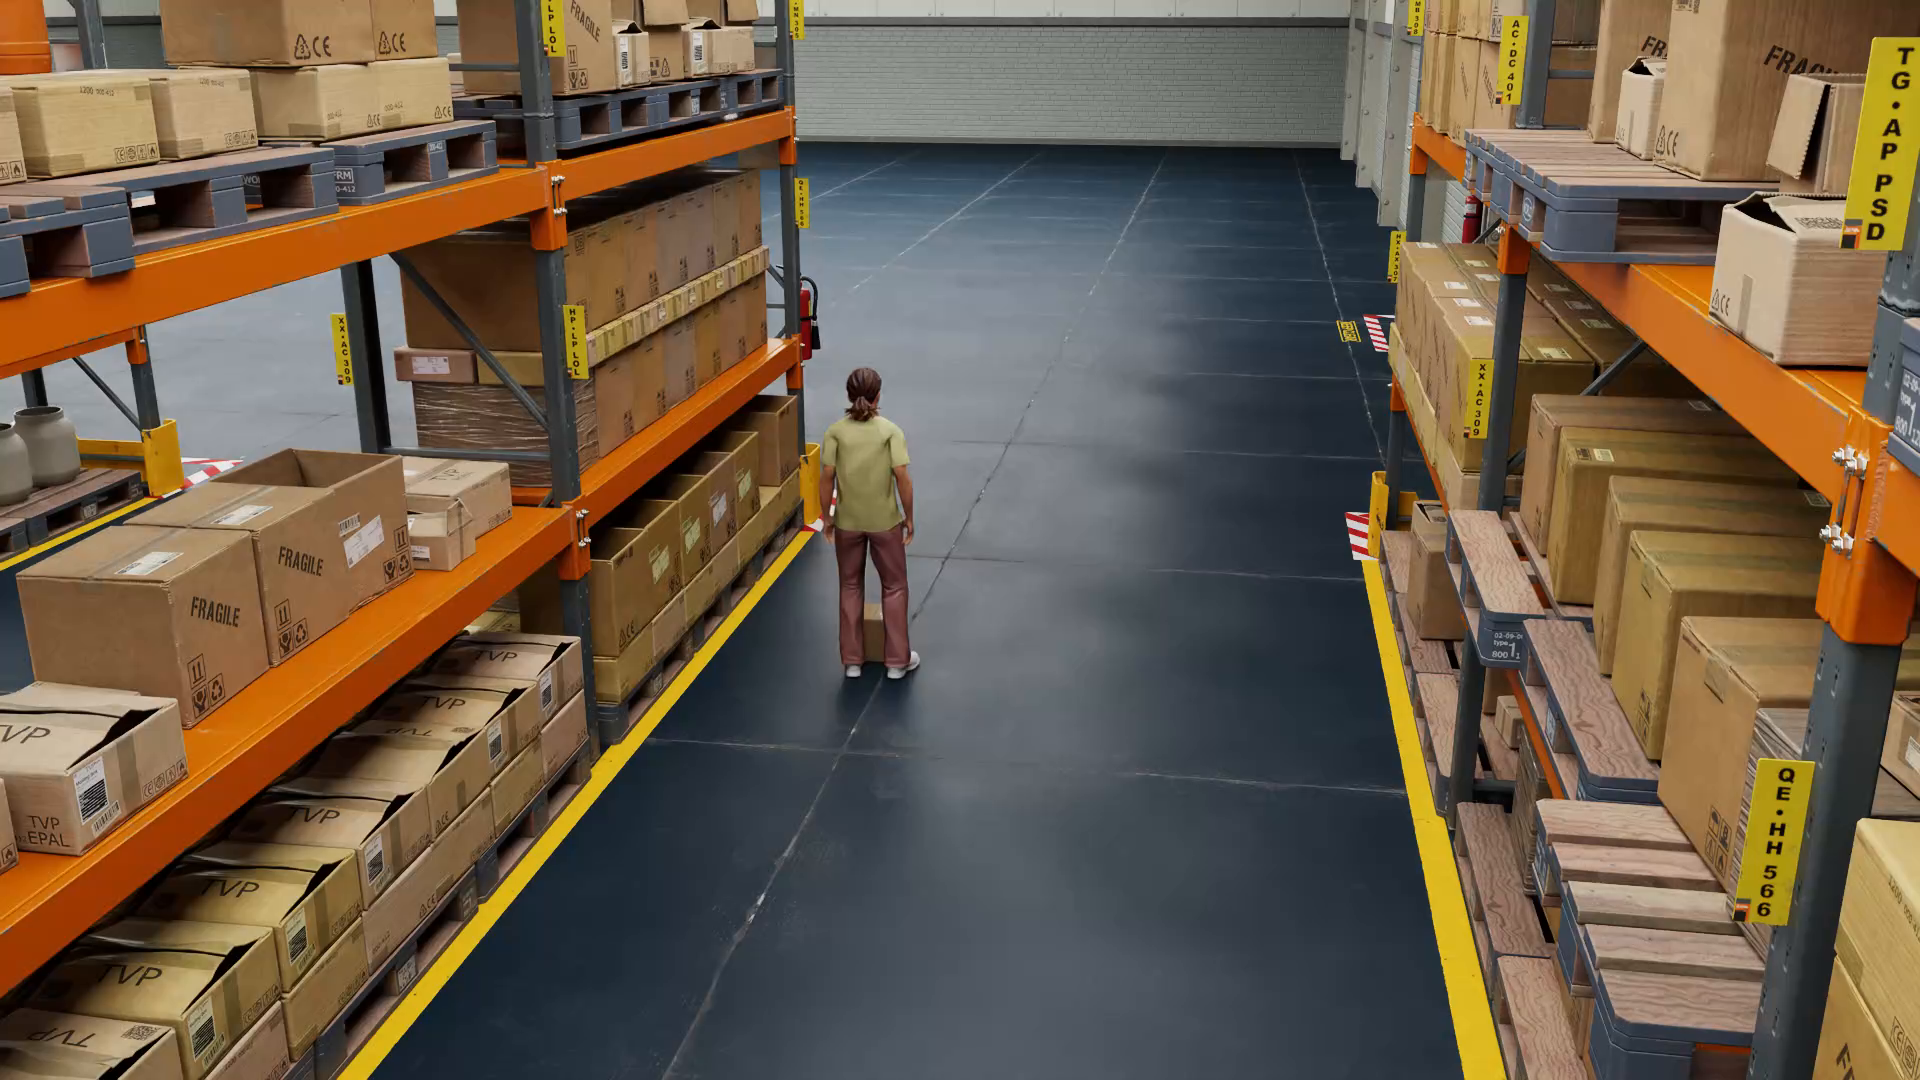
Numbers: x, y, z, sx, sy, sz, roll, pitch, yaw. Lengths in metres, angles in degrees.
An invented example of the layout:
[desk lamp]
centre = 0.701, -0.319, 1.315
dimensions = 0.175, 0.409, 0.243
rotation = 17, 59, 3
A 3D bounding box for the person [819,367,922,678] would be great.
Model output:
[person]
centre = -0.476, -0.082, 8.812
dimensions = 0.516, 1.671, 0.362
rotation = 2, 18, 5
